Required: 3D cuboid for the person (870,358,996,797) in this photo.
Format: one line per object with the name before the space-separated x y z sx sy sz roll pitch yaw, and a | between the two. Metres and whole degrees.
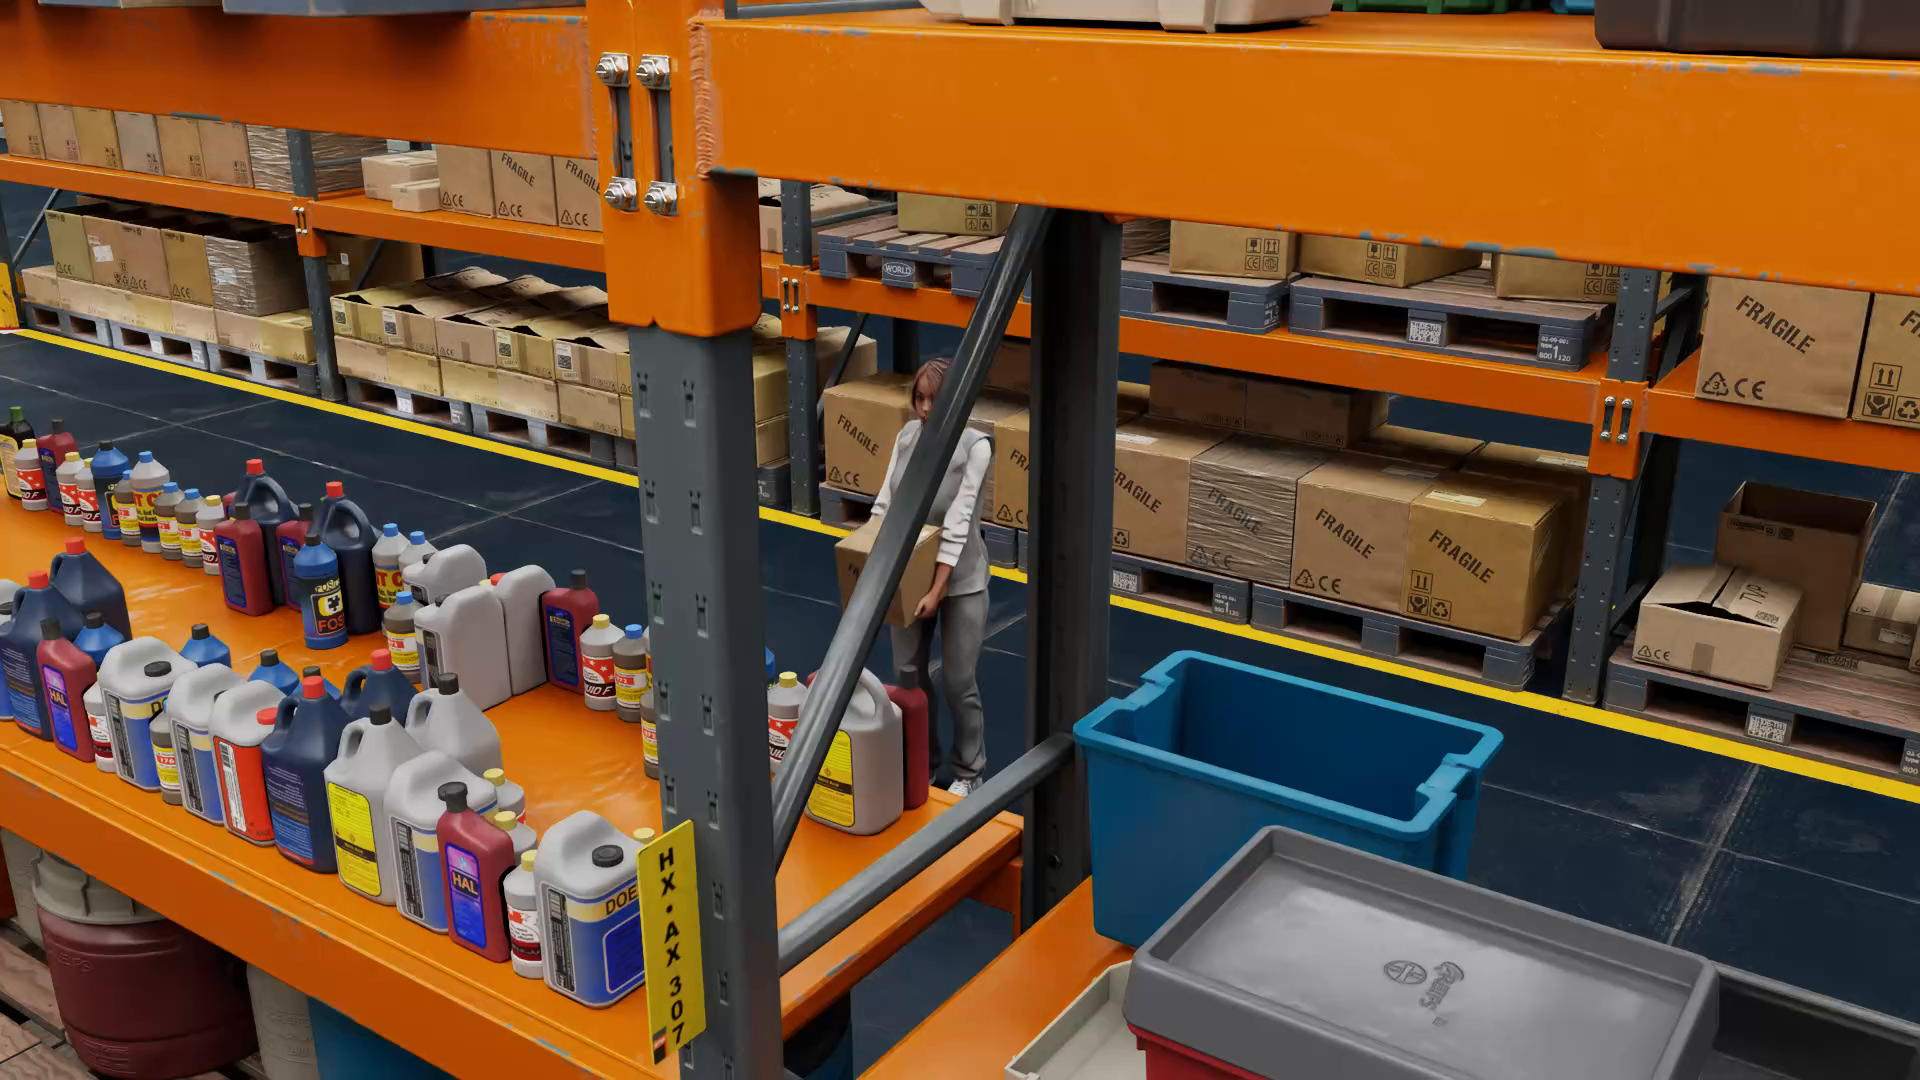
person | -0.113 0.183 5.597 0.375 1.599 0.499 13 24 31
